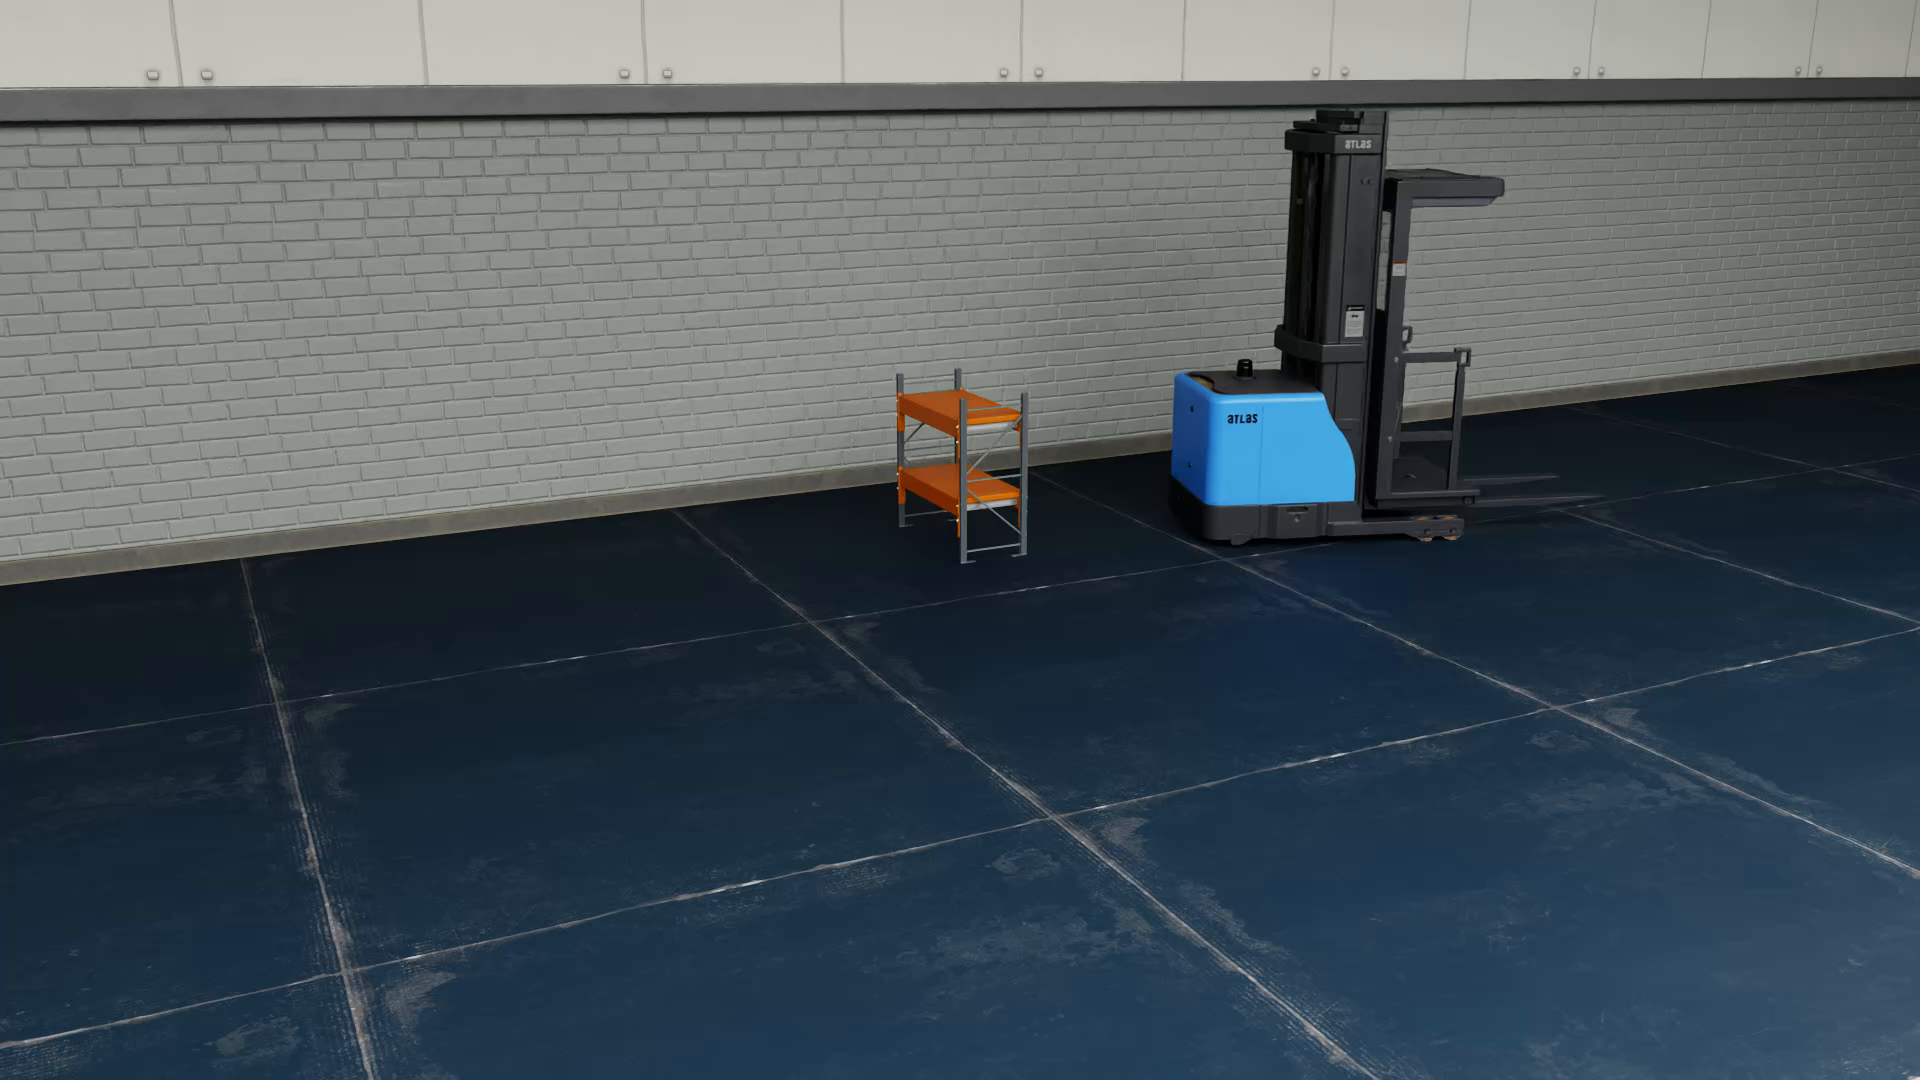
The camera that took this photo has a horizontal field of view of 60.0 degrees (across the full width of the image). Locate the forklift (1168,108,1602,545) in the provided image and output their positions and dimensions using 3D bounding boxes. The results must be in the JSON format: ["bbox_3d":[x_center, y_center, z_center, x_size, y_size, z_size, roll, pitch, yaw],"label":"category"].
[{"bbox_3d":[3.111,-1.540,11.805,3.031,2.935,1.130,-2,16,-8],"label":"forklift"}]

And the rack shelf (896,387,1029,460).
[{"bbox_3d":[0.003,-0.820,11.509,0.538,0.278,1.000,-8,18,-25],"label":"rack shelf"}]

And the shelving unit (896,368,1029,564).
[{"bbox_3d":[0.003,-0.539,11.590,0.538,1.125,1.048,-8,18,-25],"label":"shelving unit"}]

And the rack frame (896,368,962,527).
[{"bbox_3d":[-0.220,-0.665,12.029,0.500,1.125,0.032,-8,18,-25],"label":"rack frame"}]

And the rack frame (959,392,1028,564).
[{"bbox_3d":[0.226,-0.413,11.150,0.500,1.125,0.032,-8,18,-25],"label":"rack frame"}]

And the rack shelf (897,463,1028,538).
[{"bbox_3d":[0.003,-0.304,11.657,0.538,0.278,1.000,-8,18,-25],"label":"rack shelf"}]
